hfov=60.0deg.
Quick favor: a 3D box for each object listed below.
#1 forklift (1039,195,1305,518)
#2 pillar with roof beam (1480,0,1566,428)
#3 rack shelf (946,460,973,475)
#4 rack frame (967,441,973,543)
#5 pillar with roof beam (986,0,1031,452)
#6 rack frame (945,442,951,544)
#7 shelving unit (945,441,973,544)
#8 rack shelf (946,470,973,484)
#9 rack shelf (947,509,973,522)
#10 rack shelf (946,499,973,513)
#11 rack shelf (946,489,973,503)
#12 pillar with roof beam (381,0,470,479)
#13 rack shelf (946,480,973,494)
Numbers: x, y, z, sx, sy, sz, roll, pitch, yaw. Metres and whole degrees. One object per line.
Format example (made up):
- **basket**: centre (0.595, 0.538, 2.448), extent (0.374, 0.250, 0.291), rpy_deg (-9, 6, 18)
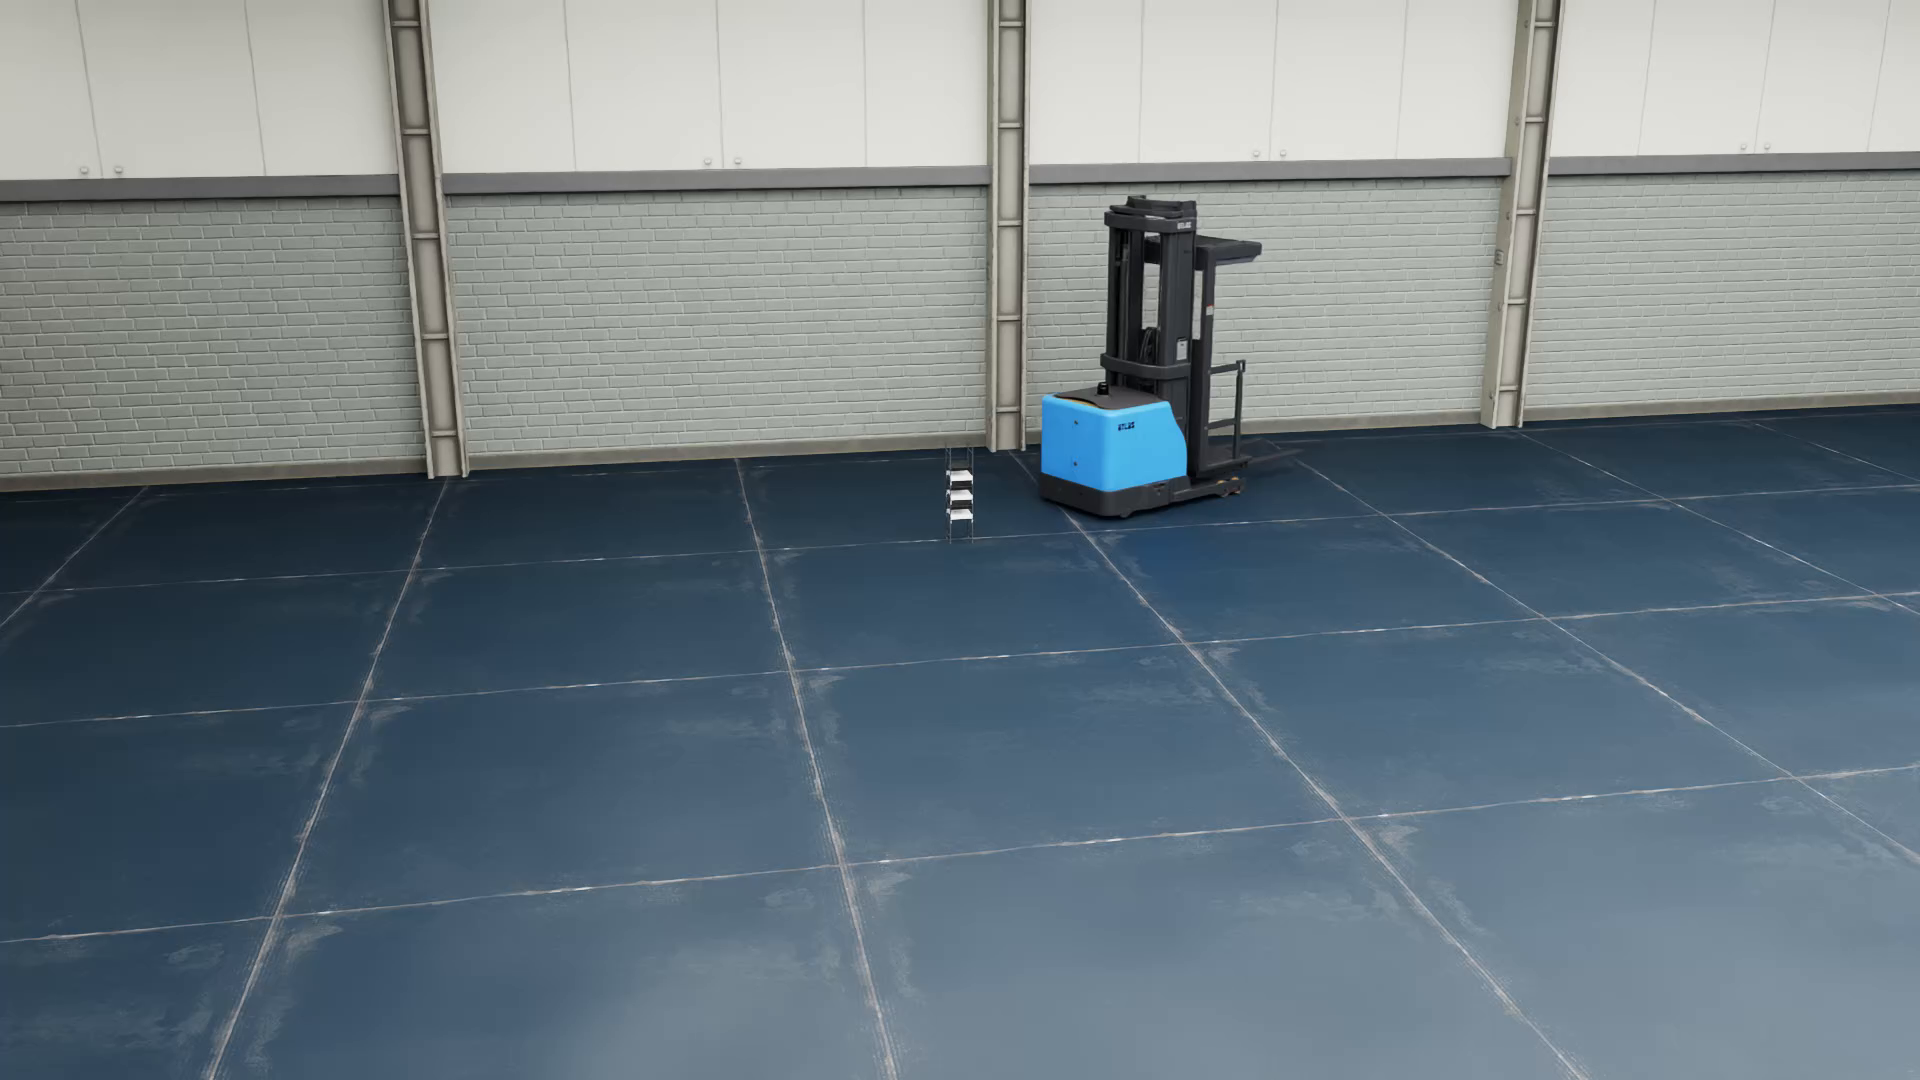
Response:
- **forklift**: centre (2.254, -1.939, 16.572), extent (3.031, 2.935, 1.130), rpy_deg (-13, 21, -36)
- **pillar with roof beam**: centre (7.218, -4.425, 14.329), extent (0.400, 9.000, 9.100), rpy_deg (-3, 17, -10)
- **rack shelf**: centre (-0.008, -0.656, 15.047), extent (0.200, 0.077, 0.258), rpy_deg (-3, 17, -10)
- **rack frame**: centre (0.092, -0.435, 15.135), extent (0.006, 0.900, 0.240), rpy_deg (-3, 17, -10)
- **pillar with roof beam**: centre (1.327, -4.090, 13.241), extent (0.400, 9.000, 9.100), rpy_deg (-3, 17, -10)
- **rack frame**: centre (-0.108, -0.424, 15.098), extent (0.006, 0.900, 0.240), rpy_deg (-3, 17, -10)
- **shelving unit**: centre (-0.008, -0.430, 15.116), extent (0.210, 0.900, 0.258), rpy_deg (-3, 17, -10)
- **rack shelf**: centre (-0.008, -0.570, 15.073), extent (0.200, 0.077, 0.258), rpy_deg (-3, 17, -10)
- **rack shelf**: centre (-0.008, -0.226, 15.179), extent (0.200, 0.077, 0.258), rpy_deg (-3, 17, -10)
- **rack shelf**: centre (-0.008, -0.312, 15.153), extent (0.200, 0.077, 0.258), rpy_deg (-3, 17, -10)
- **rack shelf**: centre (-0.008, -0.398, 15.126), extent (0.200, 0.077, 0.258), rpy_deg (-3, 17, -10)
- **pillar with roof beam**: centre (-4.564, -3.756, 12.153), extent (0.400, 9.000, 9.100), rpy_deg (-3, 17, -10)
- **rack shelf**: centre (-0.008, -0.484, 15.100), extent (0.200, 0.077, 0.258), rpy_deg (-3, 17, -10)
